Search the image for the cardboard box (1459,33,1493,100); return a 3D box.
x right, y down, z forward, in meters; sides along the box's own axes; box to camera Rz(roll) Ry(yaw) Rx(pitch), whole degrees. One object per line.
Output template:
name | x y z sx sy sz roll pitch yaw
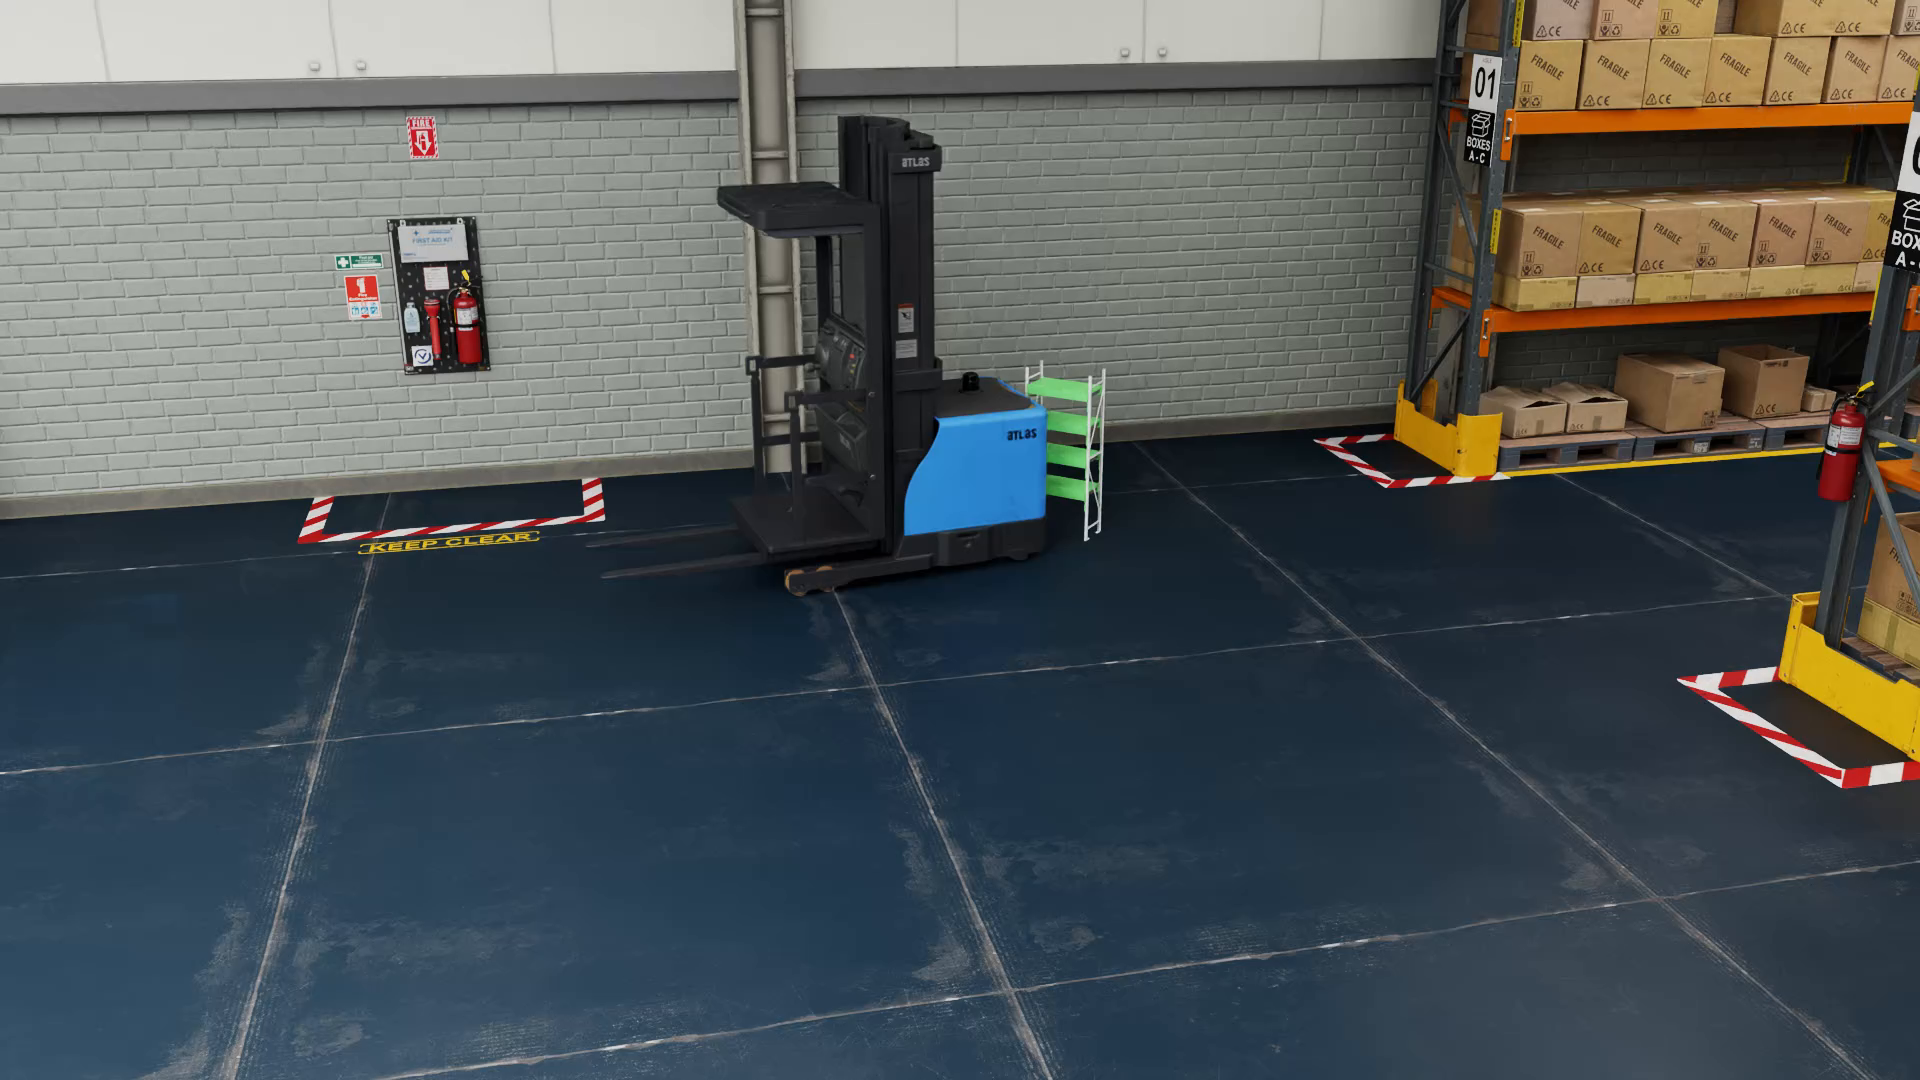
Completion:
cardboard box | 4.261 -3.685 12.979 0.500 0.500 0.500 -3 20 -9

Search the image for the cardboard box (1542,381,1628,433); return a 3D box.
cardboard box | 5.162 -1.117 13.771 0.500 0.311 0.500 -3 20 -8

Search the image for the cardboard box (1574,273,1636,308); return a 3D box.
cardboard box | 4.963 -2.020 13.157 0.500 0.250 0.500 -5 21 -14

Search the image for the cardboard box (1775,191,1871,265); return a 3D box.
cardboard box | 6.932 -2.528 13.454 0.500 0.500 0.500 -5 21 -13

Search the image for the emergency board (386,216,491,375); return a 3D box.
emergency board | -3.858 -1.790 12.340 0.643 1.169 0.194 -5 21 -12

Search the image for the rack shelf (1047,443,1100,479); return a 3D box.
rack shelf | 0.736 -0.574 11.824 0.480 0.148 0.258 11 23 28

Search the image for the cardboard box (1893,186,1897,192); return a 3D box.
cardboard box | 8.309 -2.702 14.044 0.500 0.500 0.700 -5 21 -12

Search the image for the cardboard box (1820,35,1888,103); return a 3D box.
cardboard box | 6.876 -3.726 13.089 0.500 0.500 0.500 -6 21 -17

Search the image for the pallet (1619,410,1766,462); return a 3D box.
pallet | 5.971 -0.947 14.094 1.213 0.211 1.003 -5 21 -12

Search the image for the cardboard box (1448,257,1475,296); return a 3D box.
cardboard box | 4.323 -2.144 13.495 0.500 0.250 0.500 -4 21 -12

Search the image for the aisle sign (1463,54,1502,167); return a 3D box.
aisle sign | 3.912 -3.217 12.457 0.004 0.787 0.394 -5 21 -12

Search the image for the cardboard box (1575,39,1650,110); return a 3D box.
cardboard box | 4.827 -3.541 12.585 0.500 0.500 0.500 -3 20 -9

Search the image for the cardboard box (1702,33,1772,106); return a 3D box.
cardboard box | 5.848 -3.633 12.836 0.500 0.500 0.500 -3 20 -9

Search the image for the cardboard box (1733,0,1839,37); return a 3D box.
cardboard box | 6.344 -4.132 12.743 0.500 0.500 0.500 -5 21 -14

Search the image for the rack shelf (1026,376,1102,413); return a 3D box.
rack shelf | 0.736 -1.025 11.659 0.480 0.148 0.258 11 23 28

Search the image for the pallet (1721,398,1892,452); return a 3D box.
pallet | 7.160 -1.045 14.361 1.213 0.211 1.003 -5 21 -12

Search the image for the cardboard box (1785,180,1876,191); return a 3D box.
cardboard box | 7.300 -2.743 14.041 0.500 0.500 0.500 -5 21 -14

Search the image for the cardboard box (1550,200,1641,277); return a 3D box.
cardboard box | 4.930 -2.367 13.014 0.500 0.500 0.500 -5 21 -12

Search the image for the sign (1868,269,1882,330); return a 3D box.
sign | 4.945 -1.283 8.927 0.005 0.325 0.100 -5 21 -12

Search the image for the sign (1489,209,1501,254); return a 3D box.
sign | 4.038 -2.328 12.550 0.005 0.325 0.100 -5 21 -12

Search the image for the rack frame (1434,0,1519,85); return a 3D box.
rack frame | 3.913 -4.920 12.162 0.127 3.000 1.000 -5 21 -12

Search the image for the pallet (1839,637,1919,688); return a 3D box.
pallet | 5.791 0.790 9.352 1.213 0.211 1.003 -5 21 -12

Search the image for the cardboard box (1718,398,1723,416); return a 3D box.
cardboard box | 6.244 -1.167 14.146 0.250 0.149 0.380 -6 21 -17

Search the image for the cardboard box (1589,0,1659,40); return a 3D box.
cardboard box | 4.843 -4.009 12.409 0.500 0.500 0.500 -5 21 -13

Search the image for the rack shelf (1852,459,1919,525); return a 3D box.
rack shelf | 7.003 -0.265 9.224 4.000 0.370 1.077 -5 21 -12

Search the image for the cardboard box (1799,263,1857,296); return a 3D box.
cardboard box | 6.928 -2.183 13.601 0.500 0.250 0.500 -5 21 -12

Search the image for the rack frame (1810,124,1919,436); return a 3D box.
rack frame | 7.806 -2.419 14.058 0.127 3.000 1.000 -5 21 -12

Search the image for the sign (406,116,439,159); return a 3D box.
sign | -3.888 -2.911 12.031 0.199 0.298 0.001 -5 21 -12

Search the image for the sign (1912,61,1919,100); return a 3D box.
sign | 4.945 -2.415 8.513 0.005 0.325 0.100 -5 21 -12

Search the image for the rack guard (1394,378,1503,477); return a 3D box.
rack guard | 3.987 -0.935 13.641 0.348 0.500 1.175 -5 21 -12

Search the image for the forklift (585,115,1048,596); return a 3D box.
forklift | -0.969 -1.220 10.883 3.031 2.935 1.130 -8 21 -20

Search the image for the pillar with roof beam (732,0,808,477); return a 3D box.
pillar with roof beam | -0.453 -3.349 7.874 0.400 9.000 9.100 -5 21 -12

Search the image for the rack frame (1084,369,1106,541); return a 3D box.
rack frame | 0.948 -0.593 11.688 0.015 1.200 0.240 11 23 28

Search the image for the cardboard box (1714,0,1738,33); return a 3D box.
cardboard box | 5.777 -4.275 13.134 0.500 0.500 0.500 -5 21 -13

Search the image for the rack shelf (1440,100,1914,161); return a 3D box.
rack shelf | 5.859 -3.332 13.234 4.000 0.370 1.077 -5 21 -12

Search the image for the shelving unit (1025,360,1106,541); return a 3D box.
shelving unit | 0.736 -0.634 11.802 0.503 1.200 0.258 11 23 28

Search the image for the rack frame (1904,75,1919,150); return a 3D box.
rack frame | 5.056 -3.262 7.636 0.127 3.000 1.000 -5 21 -12

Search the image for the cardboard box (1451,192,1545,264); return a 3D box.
cardboard box | 4.323 -2.502 13.384 0.500 0.500 0.500 -5 21 -13

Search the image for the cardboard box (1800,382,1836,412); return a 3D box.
cardboard box | 7.292 -1.243 14.327 0.250 0.166 0.380 -7 21 -20

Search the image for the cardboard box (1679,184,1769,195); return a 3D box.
cardboard box | 6.310 -2.666 13.830 0.500 0.500 0.500 -4 21 -11

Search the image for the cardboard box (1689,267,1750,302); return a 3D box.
cardboard box | 5.952 -2.098 13.369 0.500 0.250 0.500 -4 21 -12

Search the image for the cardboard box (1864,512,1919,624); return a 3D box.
cardboard box | 5.510 0.155 9.328 0.500 0.500 0.500 -5 21 -12

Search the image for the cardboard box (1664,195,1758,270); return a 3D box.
cardboard box | 5.934 -2.451 13.242 0.500 0.500 0.500 -4 20 -11

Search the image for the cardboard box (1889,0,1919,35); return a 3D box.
cardboard box | 7.380 -4.223 12.994 0.500 0.500 0.500 -6 21 -17

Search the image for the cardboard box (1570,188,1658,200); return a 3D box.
cardboard box | 5.317 -2.581 13.599 0.500 0.500 0.500 -5 21 -14
